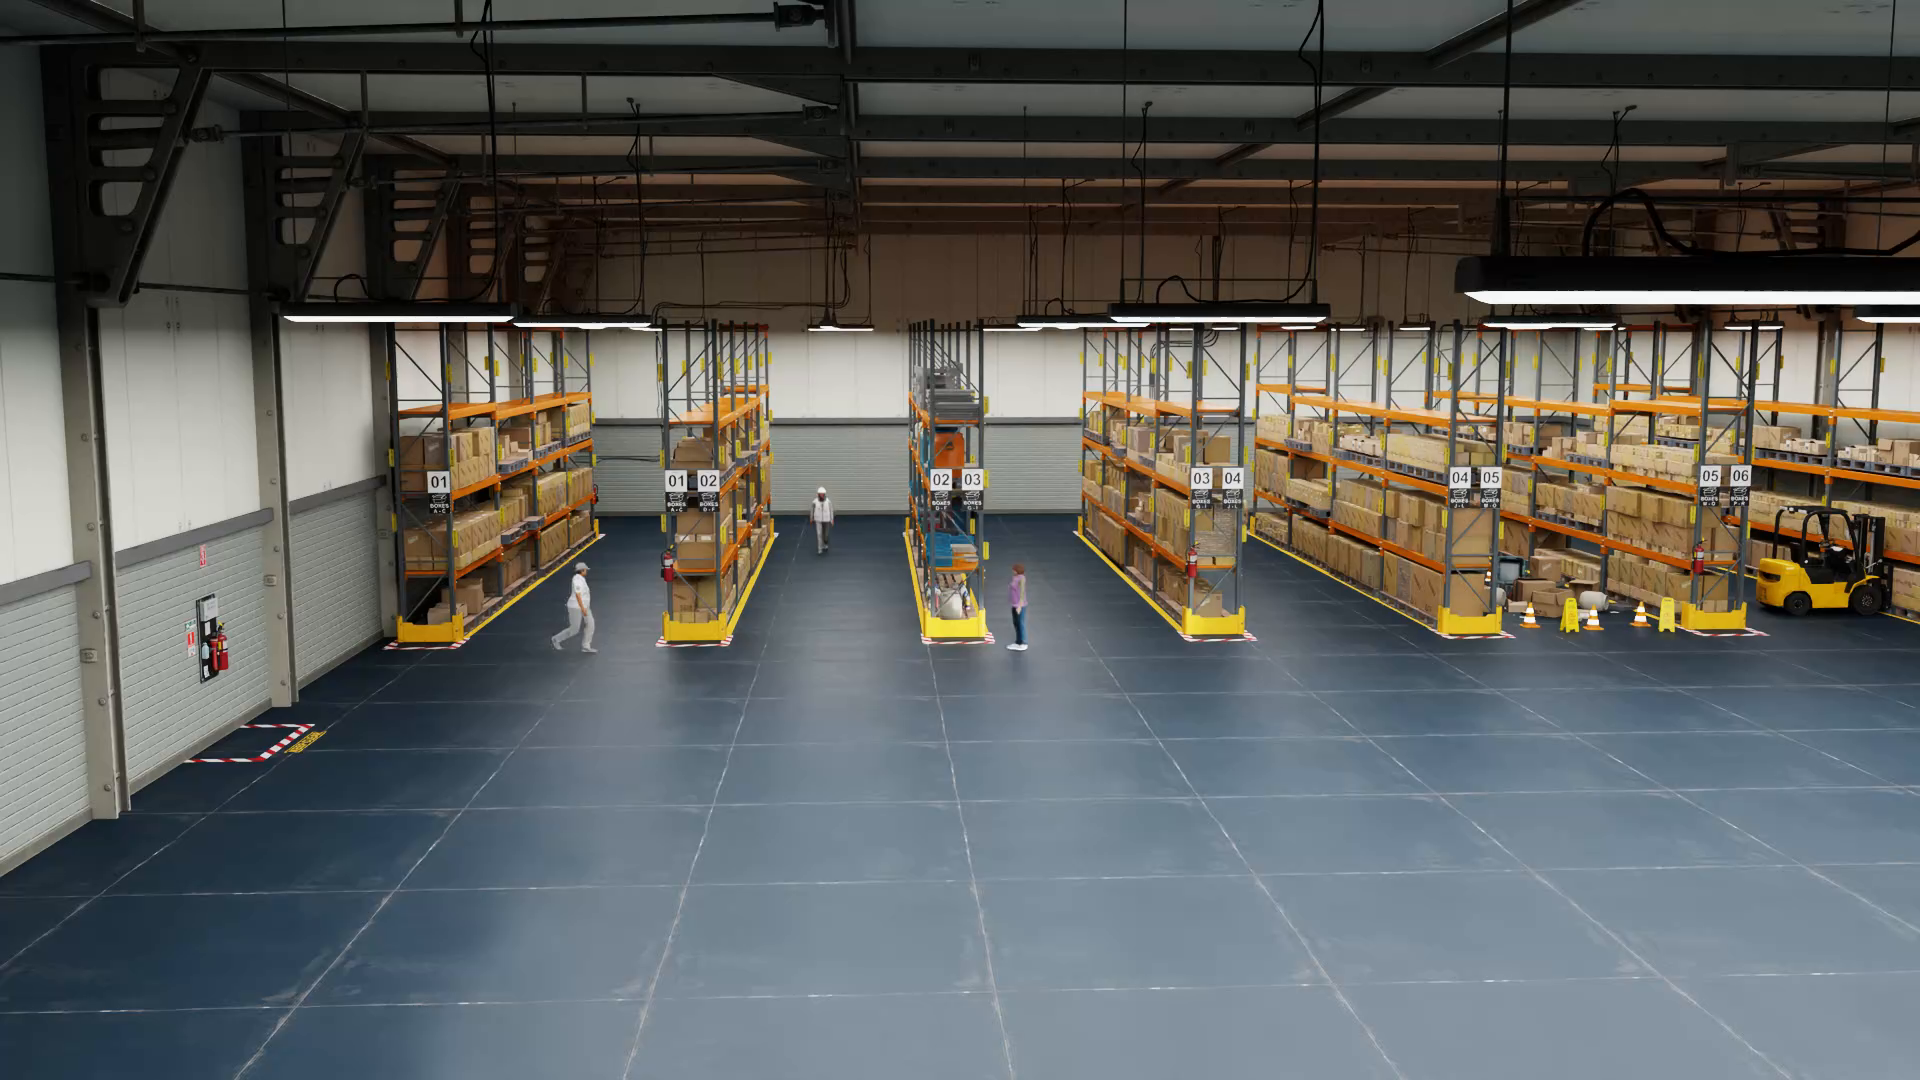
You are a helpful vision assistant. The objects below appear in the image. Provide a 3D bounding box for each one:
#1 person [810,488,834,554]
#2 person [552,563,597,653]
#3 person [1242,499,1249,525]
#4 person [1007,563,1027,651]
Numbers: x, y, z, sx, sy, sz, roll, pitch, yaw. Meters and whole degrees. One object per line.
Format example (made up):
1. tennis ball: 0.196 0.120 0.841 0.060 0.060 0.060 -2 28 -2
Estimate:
1. person: -3.632 -0.518 43.662 0.629 1.733 1.066 -1 7 -7
2. person: -6.938 1.218 29.904 0.774 1.625 0.482 2 7 12
3. person: 7.420 -0.529 44.085 0.427 1.618 1.056 -1 7 -7
4. person: 1.064 1.202 30.200 0.333 1.603 0.460 -3 8 -24
